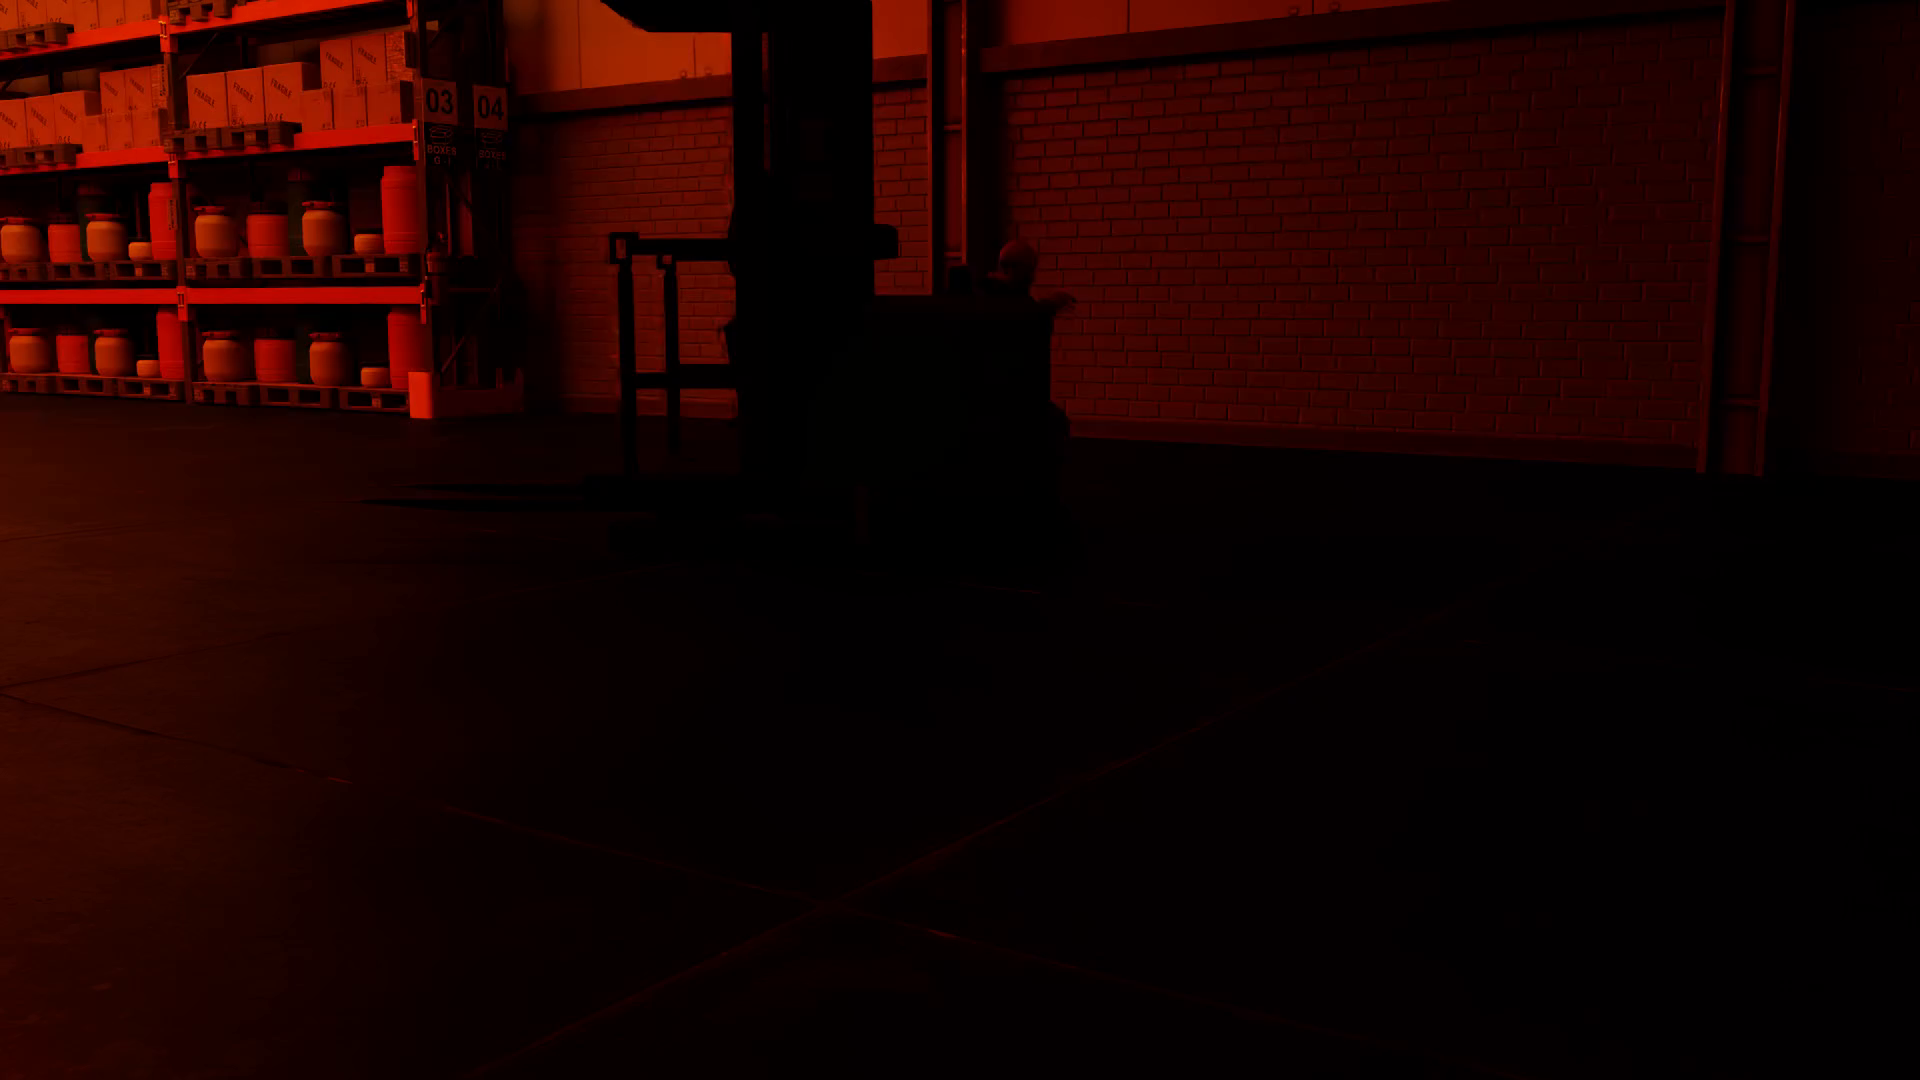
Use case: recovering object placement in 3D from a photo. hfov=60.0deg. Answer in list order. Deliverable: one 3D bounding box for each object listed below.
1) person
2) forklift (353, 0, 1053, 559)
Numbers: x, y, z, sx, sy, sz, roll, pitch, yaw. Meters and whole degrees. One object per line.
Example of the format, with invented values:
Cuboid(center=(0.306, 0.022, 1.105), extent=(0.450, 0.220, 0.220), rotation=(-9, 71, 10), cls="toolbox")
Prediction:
Cuboid(center=(0.345, -0.799, 8.434), extent=(0.839, 1.406, 1.278), rotation=(5, 10, 33), cls="person")
Cuboid(center=(-1.115, -1.443, 7.343), extent=(3.031, 2.935, 1.130), rotation=(0, 8, 1), cls="forklift")
